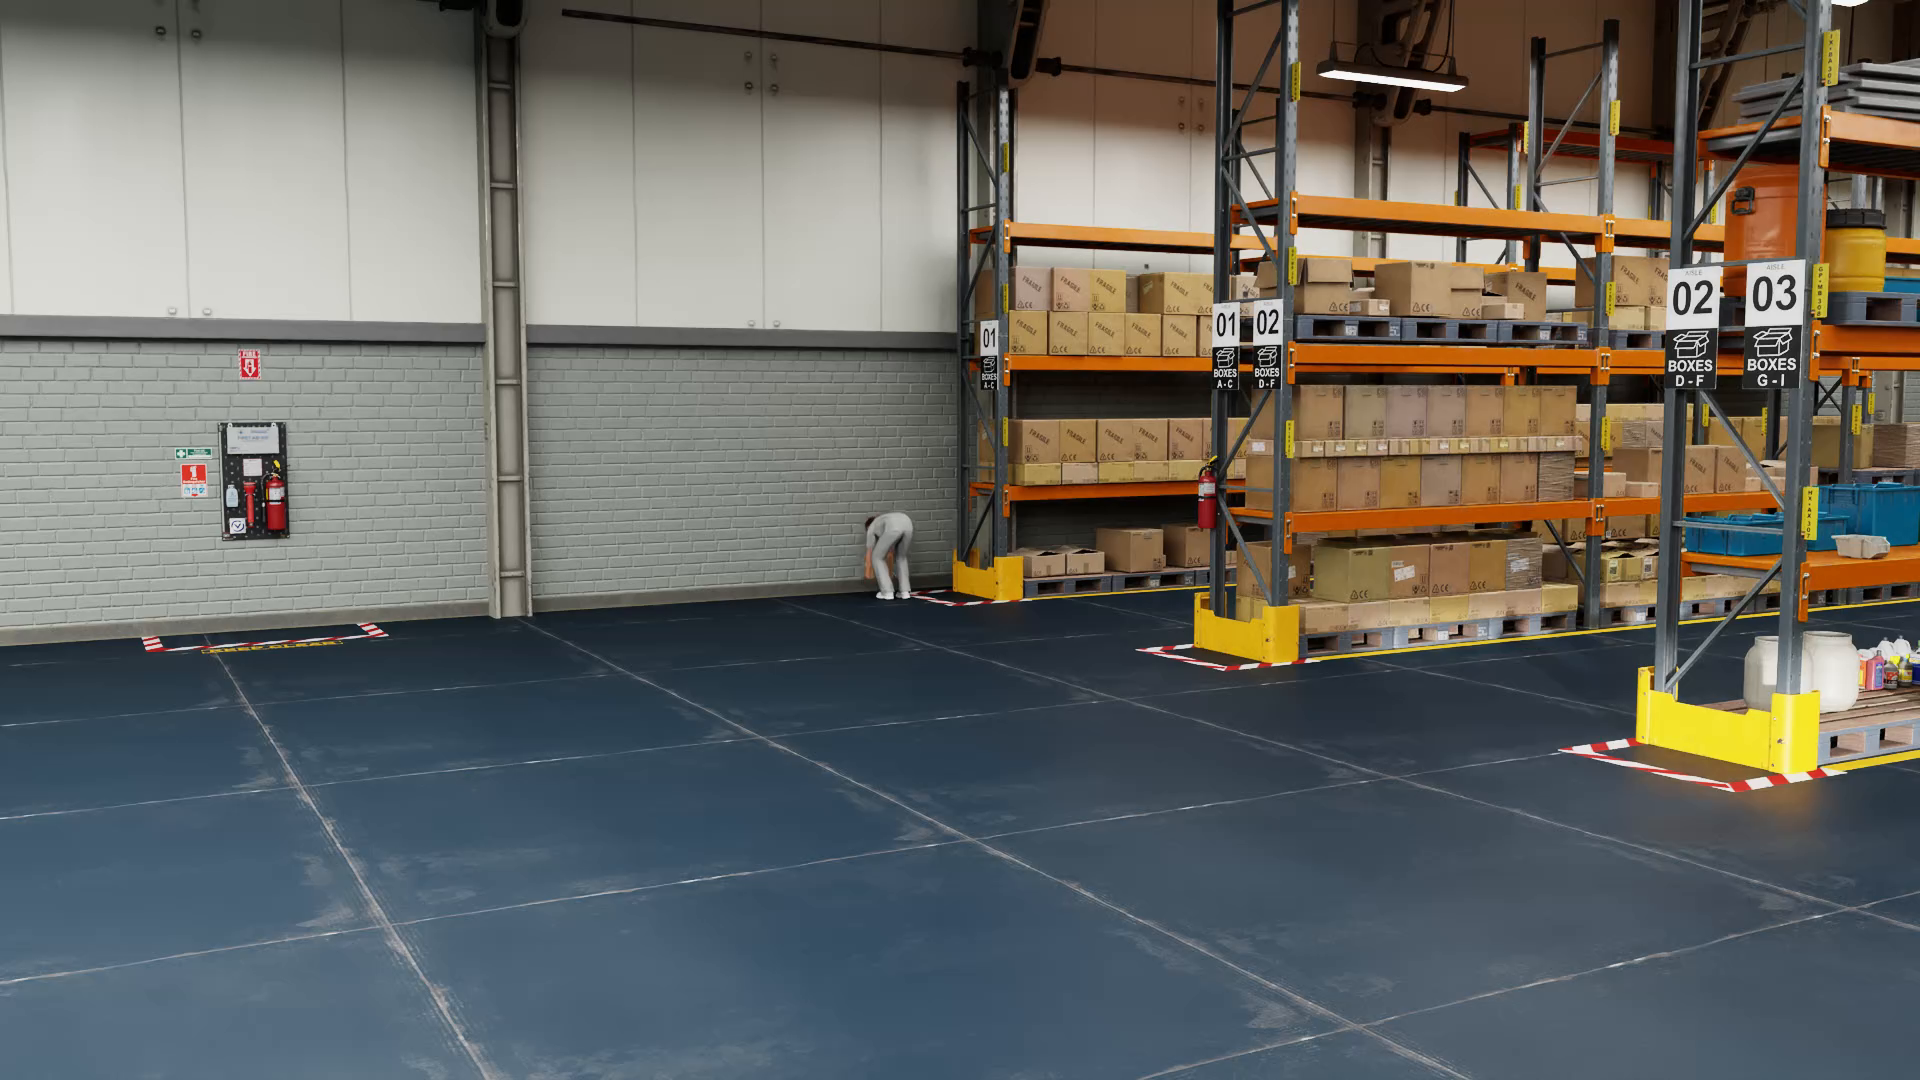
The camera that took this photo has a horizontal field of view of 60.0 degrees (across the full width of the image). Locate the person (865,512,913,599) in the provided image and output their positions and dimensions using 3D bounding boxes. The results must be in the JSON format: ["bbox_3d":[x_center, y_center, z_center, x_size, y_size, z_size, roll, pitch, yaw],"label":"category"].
[{"bbox_3d":[-0.863,0.167,19.403,0.446,0.998,0.866,-3,6,-31],"label":"person"}]
